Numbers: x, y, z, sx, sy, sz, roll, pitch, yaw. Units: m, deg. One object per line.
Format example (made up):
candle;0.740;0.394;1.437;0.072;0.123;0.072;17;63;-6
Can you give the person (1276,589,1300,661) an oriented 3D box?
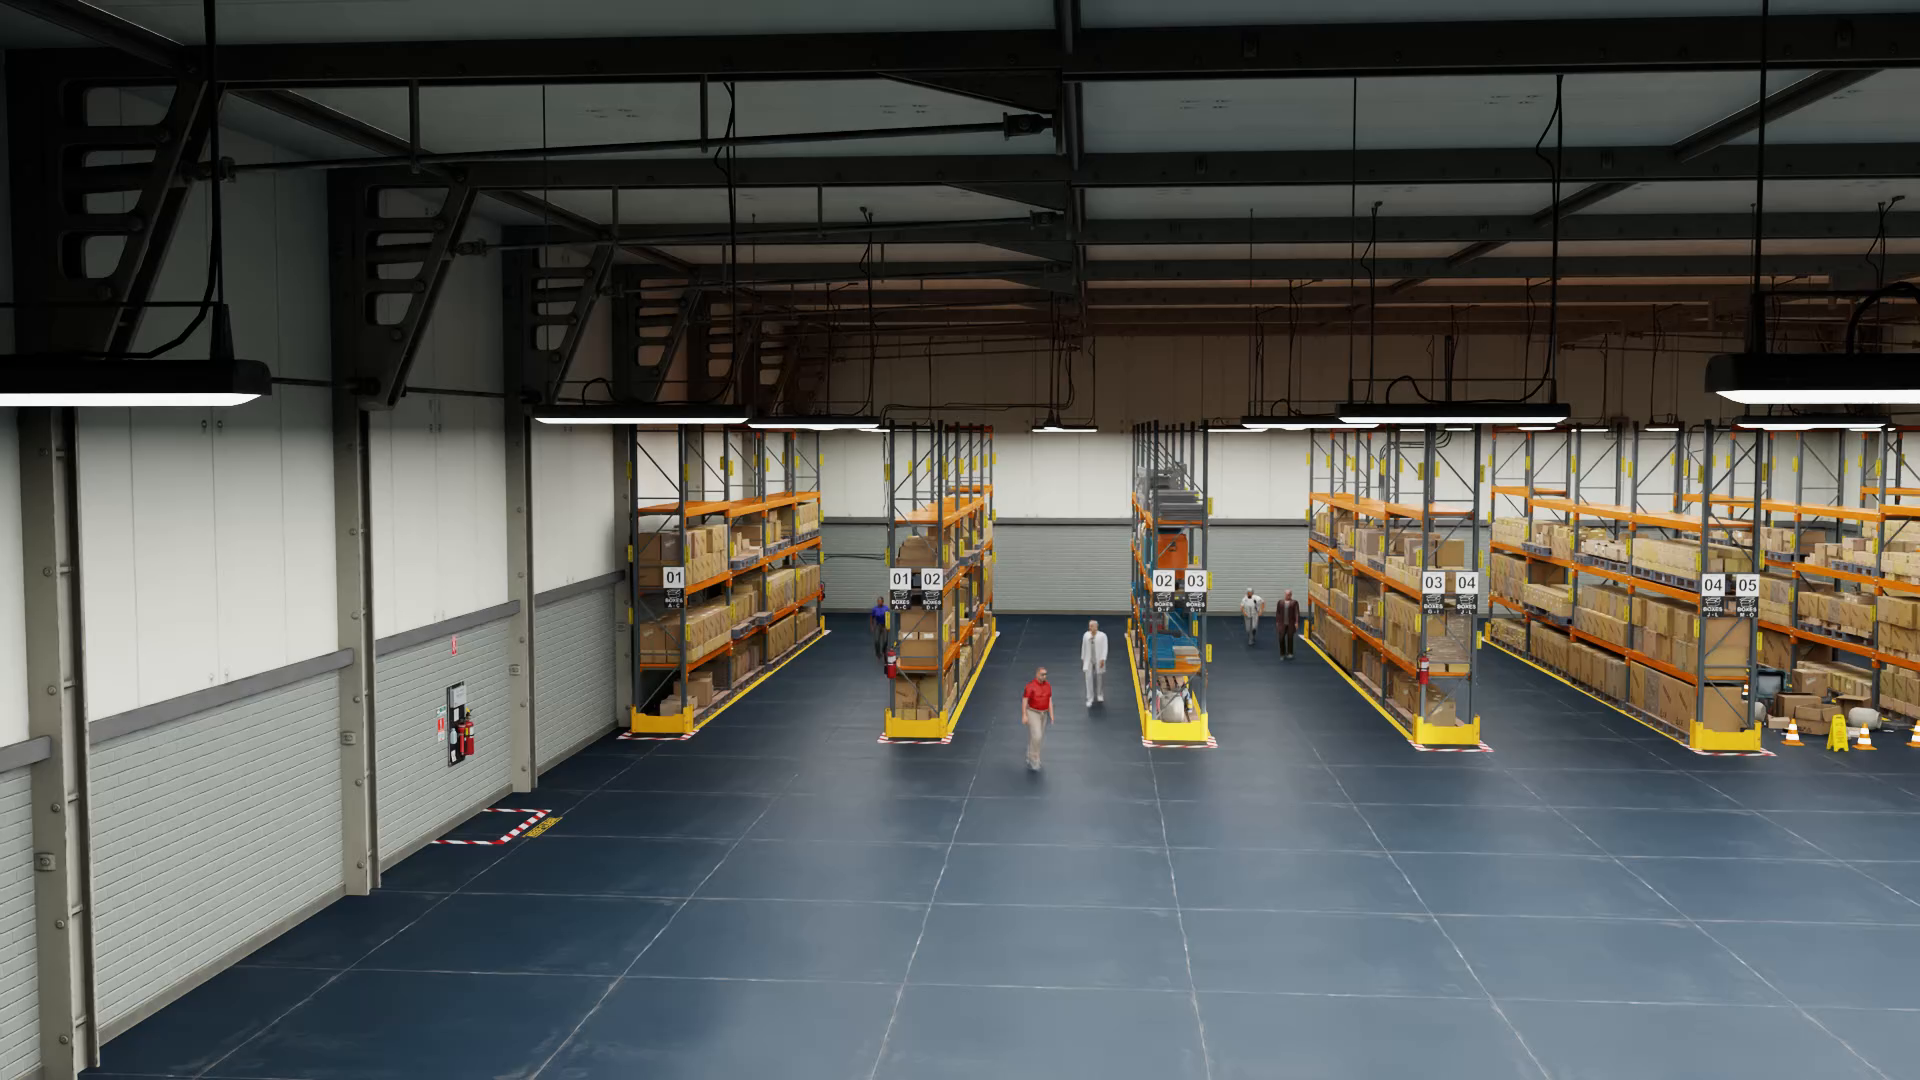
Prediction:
person;8.350;2.176;42.346;0.640;1.850;0.561;1;4;21

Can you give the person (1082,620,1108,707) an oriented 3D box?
person;2.846;2.603;35.388;0.623;1.788;0.882;1;4;19

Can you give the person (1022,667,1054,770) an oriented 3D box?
person;1.326;3.086;28.698;0.560;1.813;0.595;-3;5;-44

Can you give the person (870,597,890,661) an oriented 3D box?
person;-2.007;2.250;42.283;0.540;1.626;0.535;0;4;3

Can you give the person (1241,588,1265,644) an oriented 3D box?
person;7.981;2.069;45.298;0.664;1.579;0.737;1;4;14
